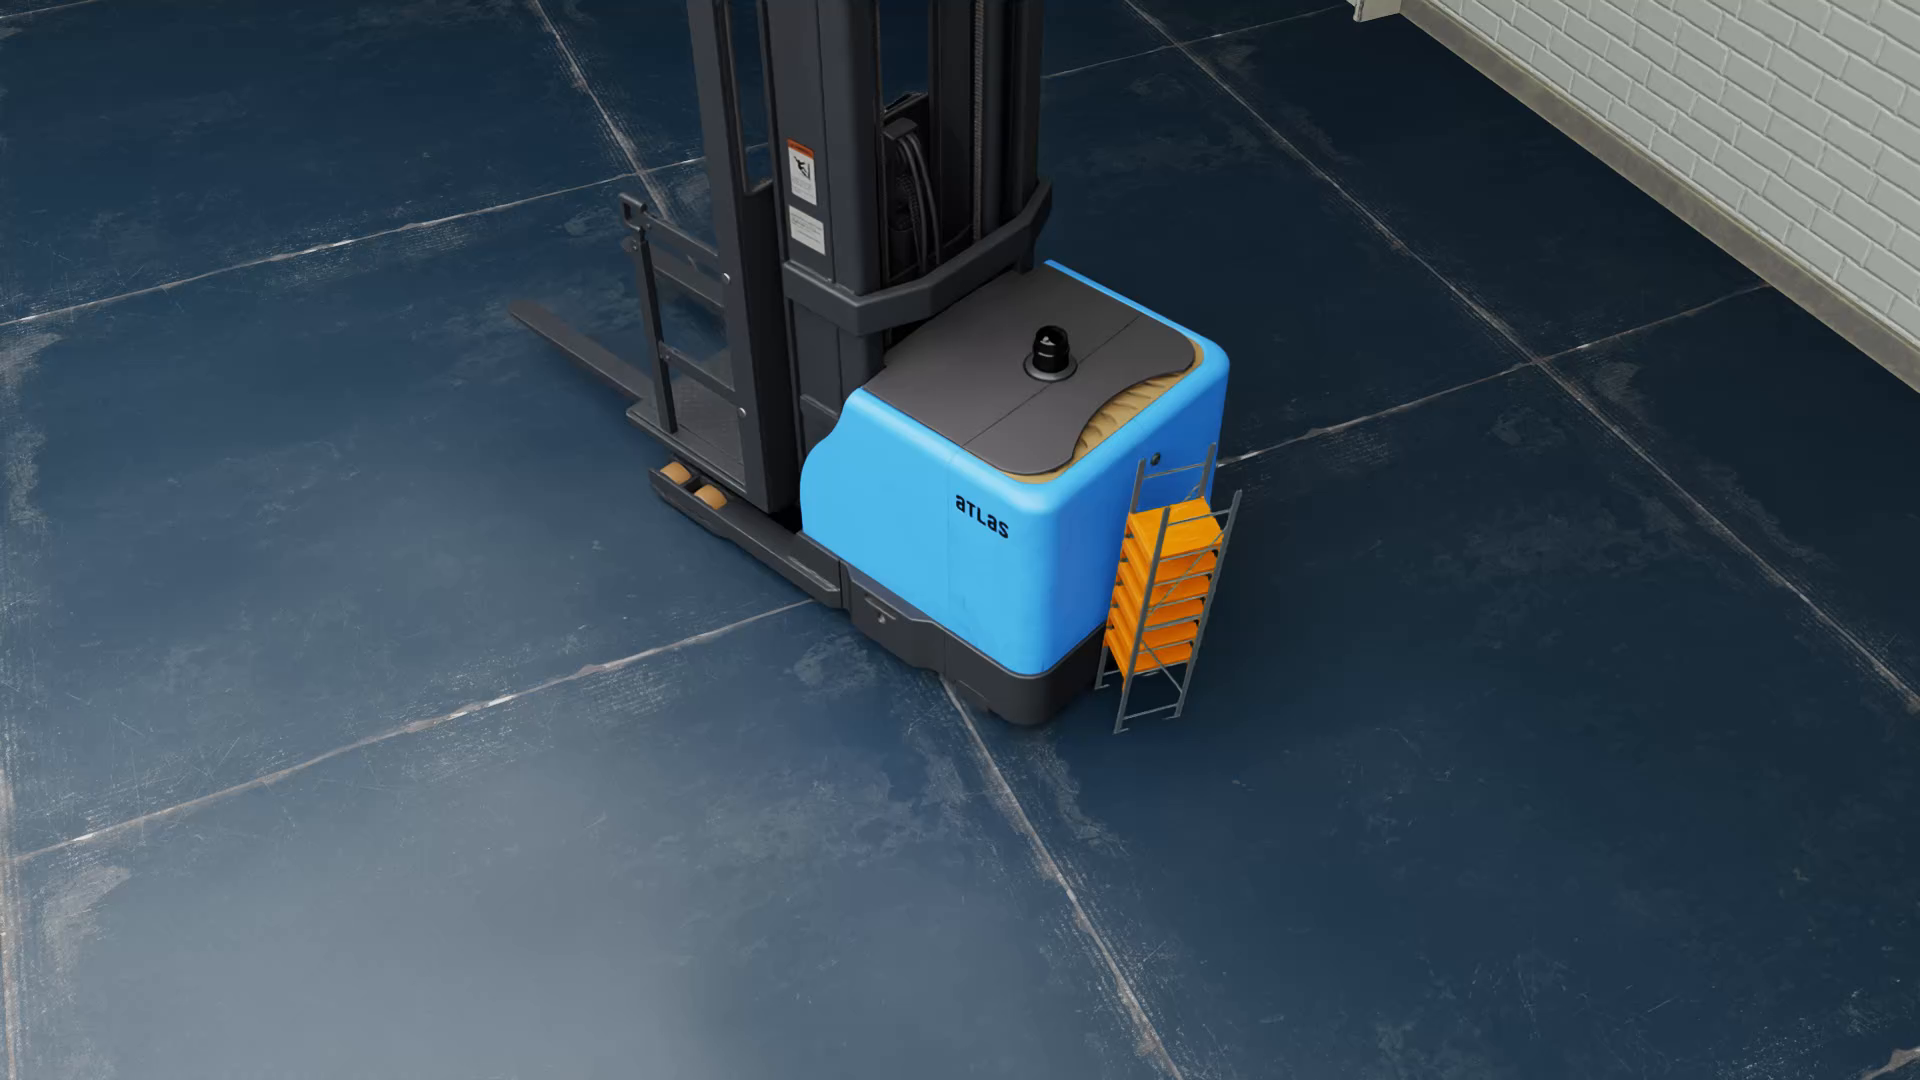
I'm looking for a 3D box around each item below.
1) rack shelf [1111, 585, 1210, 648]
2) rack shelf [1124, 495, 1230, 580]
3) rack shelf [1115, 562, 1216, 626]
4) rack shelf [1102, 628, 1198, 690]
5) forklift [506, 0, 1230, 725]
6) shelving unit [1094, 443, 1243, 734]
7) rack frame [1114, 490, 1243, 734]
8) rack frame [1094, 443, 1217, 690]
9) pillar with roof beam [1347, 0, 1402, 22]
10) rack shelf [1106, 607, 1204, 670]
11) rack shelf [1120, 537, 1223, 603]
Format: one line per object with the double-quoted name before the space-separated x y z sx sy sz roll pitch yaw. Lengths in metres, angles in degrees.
"rack shelf" 0.628 0.213 5.232 0.258 0.103 0.180 -13 54 -13
"rack shelf" 0.643 -0.009 4.948 0.258 0.103 0.180 -13 54 -13
"rack shelf" 0.633 0.139 5.137 0.258 0.103 0.180 -13 54 -13
"rack shelf" 0.617 0.360 5.421 0.258 0.103 0.180 -13 54 -13
"forklift" -0.546 -1.329 5.511 3.031 2.935 1.130 32 53 28
"shelving unit" 0.630 0.185 5.197 0.258 1.200 0.189 -13 54 -13
"rack frame" 0.658 0.254 5.144 0.240 1.200 0.006 -13 54 -13
"rack frame" 0.601 0.116 5.249 0.240 1.200 0.006 -13 54 -13
"pillar with roof beam" -1.663 -4.945 4.854 9.100 9.000 0.400 -18 47 -17
"rack shelf" 0.622 0.286 5.326 0.258 0.103 0.180 -13 54 -13
"rack shelf" 0.638 0.065 5.043 0.258 0.103 0.180 -13 54 -13
